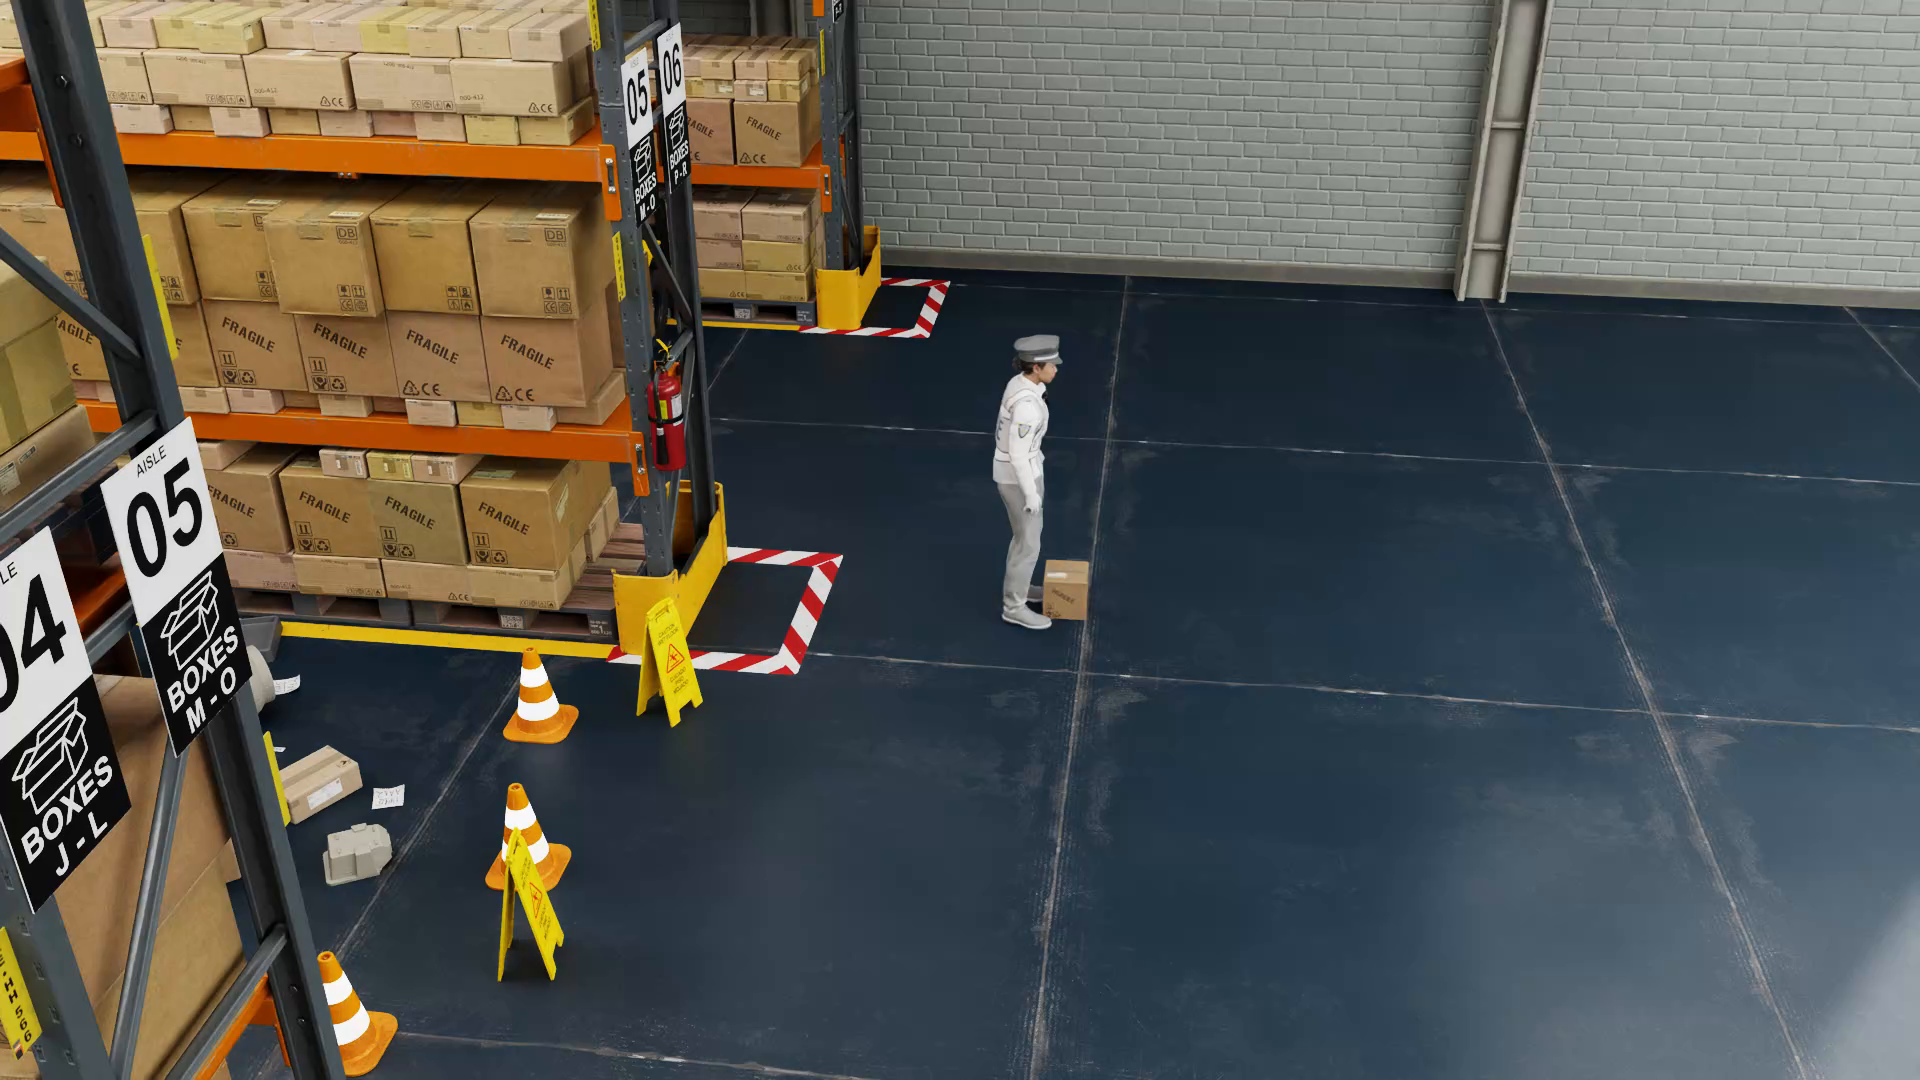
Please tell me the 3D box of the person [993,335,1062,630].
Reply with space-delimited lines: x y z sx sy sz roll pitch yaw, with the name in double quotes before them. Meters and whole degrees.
"person" 0.364 -0.338 9.241 0.367 1.663 0.499 2 29 4
